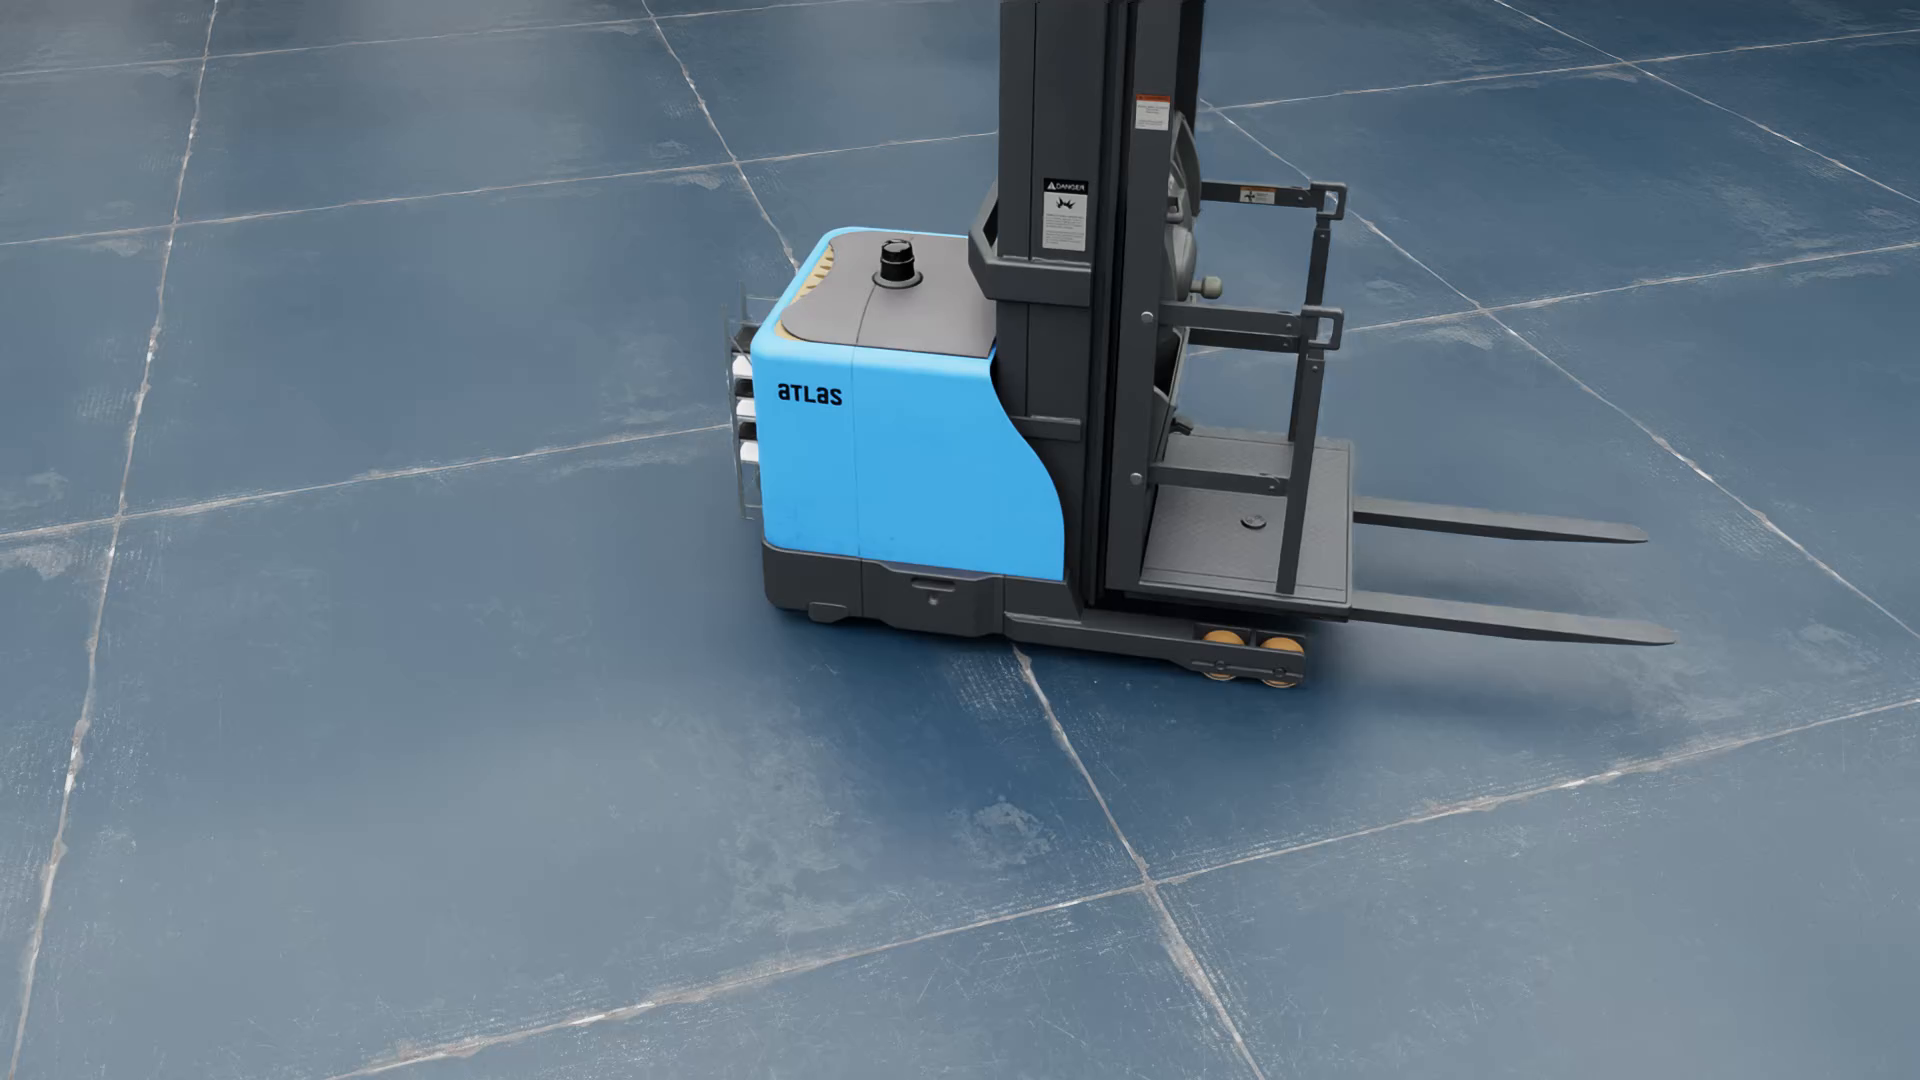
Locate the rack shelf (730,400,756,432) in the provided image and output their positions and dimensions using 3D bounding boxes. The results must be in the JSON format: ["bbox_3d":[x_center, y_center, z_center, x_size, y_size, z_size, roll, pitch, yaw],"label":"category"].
[{"bbox_3d":[-0.704,-0.474,6.210,0.258,0.077,0.200,6,34,10],"label":"rack shelf"}]

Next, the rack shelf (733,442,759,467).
[{"bbox_3d":[-0.704,-0.323,6.309,0.258,0.077,0.200,6,34,10],"label":"rack shelf"}]

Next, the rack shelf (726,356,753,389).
[{"bbox_3d":[-0.705,-0.624,6.111,0.258,0.077,0.200,6,34,10],"label":"rack shelf"}]

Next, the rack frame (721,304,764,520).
[{"bbox_3d":[-0.725,-0.446,6.108,0.240,0.900,0.006,6,34,10],"label":"rack frame"}]

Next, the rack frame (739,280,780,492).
[{"bbox_3d":[-0.684,-0.556,6.275,0.240,0.900,0.006,6,34,10],"label":"rack frame"}]

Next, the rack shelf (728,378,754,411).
[{"bbox_3d":[-0.704,-0.549,6.160,0.258,0.077,0.200,6,34,10],"label":"rack shelf"}]

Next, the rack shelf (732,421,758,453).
[{"bbox_3d":[-0.704,-0.398,6.260,0.258,0.077,0.200,6,34,10],"label":"rack shelf"}]

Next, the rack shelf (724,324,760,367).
[{"bbox_3d":[-0.705,-0.699,6.061,0.258,0.077,0.200,6,34,10],"label":"rack shelf"}]

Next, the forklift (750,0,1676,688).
[{"bbox_3d":[0.885,-1.054,5.186,3.031,2.935,1.130,6,34,10],"label":"forklift"}]

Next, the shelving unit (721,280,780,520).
[{"bbox_3d":[-0.704,-0.501,6.192,0.258,0.900,0.210,6,34,10],"label":"shelving unit"}]
